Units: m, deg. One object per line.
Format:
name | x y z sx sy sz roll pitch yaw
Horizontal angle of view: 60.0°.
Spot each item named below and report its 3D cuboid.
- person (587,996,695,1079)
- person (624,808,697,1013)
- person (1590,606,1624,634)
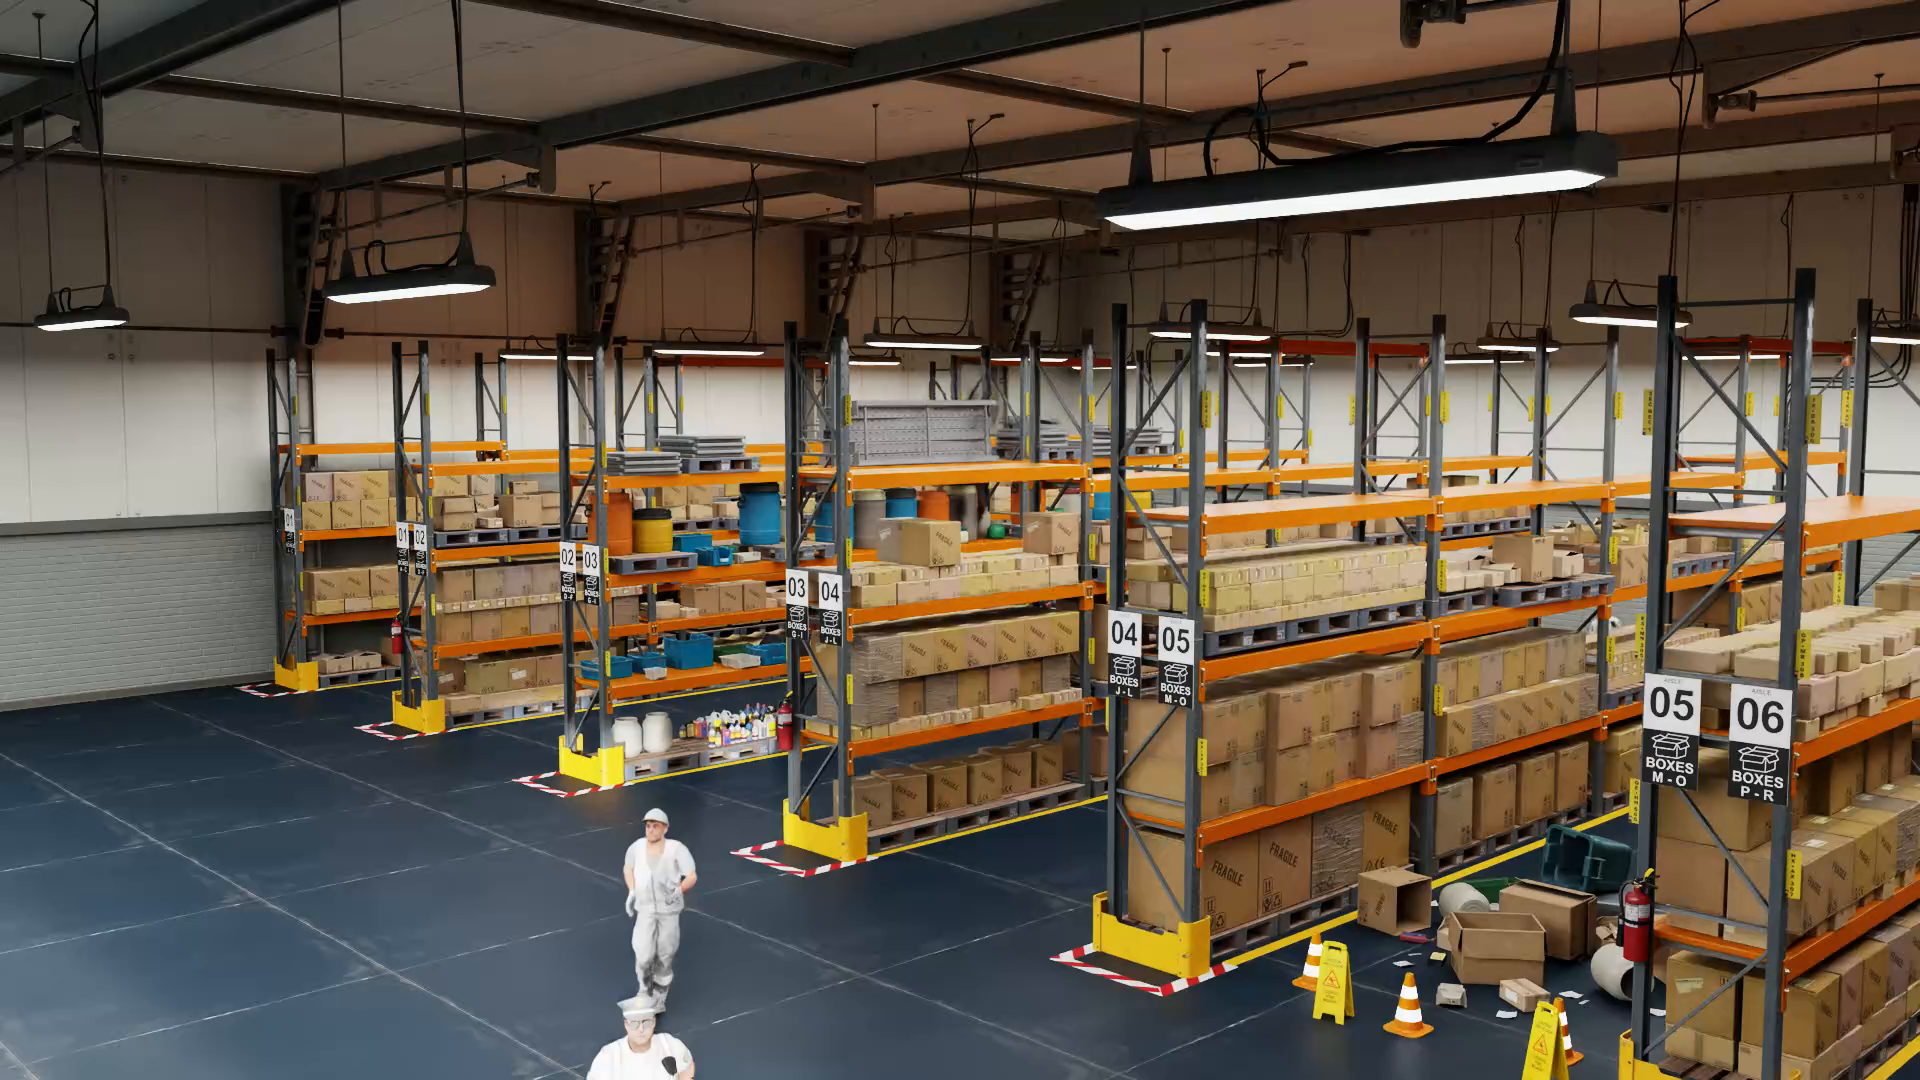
person | -1.802 3.439 9.417 0.664 1.774 0.924 -1 5 -16
person | -2.500 3.092 13.756 0.631 1.748 0.612 0 5 -2
person | 11.235 1.873 28.701 0.700 1.609 0.603 2 5 22
